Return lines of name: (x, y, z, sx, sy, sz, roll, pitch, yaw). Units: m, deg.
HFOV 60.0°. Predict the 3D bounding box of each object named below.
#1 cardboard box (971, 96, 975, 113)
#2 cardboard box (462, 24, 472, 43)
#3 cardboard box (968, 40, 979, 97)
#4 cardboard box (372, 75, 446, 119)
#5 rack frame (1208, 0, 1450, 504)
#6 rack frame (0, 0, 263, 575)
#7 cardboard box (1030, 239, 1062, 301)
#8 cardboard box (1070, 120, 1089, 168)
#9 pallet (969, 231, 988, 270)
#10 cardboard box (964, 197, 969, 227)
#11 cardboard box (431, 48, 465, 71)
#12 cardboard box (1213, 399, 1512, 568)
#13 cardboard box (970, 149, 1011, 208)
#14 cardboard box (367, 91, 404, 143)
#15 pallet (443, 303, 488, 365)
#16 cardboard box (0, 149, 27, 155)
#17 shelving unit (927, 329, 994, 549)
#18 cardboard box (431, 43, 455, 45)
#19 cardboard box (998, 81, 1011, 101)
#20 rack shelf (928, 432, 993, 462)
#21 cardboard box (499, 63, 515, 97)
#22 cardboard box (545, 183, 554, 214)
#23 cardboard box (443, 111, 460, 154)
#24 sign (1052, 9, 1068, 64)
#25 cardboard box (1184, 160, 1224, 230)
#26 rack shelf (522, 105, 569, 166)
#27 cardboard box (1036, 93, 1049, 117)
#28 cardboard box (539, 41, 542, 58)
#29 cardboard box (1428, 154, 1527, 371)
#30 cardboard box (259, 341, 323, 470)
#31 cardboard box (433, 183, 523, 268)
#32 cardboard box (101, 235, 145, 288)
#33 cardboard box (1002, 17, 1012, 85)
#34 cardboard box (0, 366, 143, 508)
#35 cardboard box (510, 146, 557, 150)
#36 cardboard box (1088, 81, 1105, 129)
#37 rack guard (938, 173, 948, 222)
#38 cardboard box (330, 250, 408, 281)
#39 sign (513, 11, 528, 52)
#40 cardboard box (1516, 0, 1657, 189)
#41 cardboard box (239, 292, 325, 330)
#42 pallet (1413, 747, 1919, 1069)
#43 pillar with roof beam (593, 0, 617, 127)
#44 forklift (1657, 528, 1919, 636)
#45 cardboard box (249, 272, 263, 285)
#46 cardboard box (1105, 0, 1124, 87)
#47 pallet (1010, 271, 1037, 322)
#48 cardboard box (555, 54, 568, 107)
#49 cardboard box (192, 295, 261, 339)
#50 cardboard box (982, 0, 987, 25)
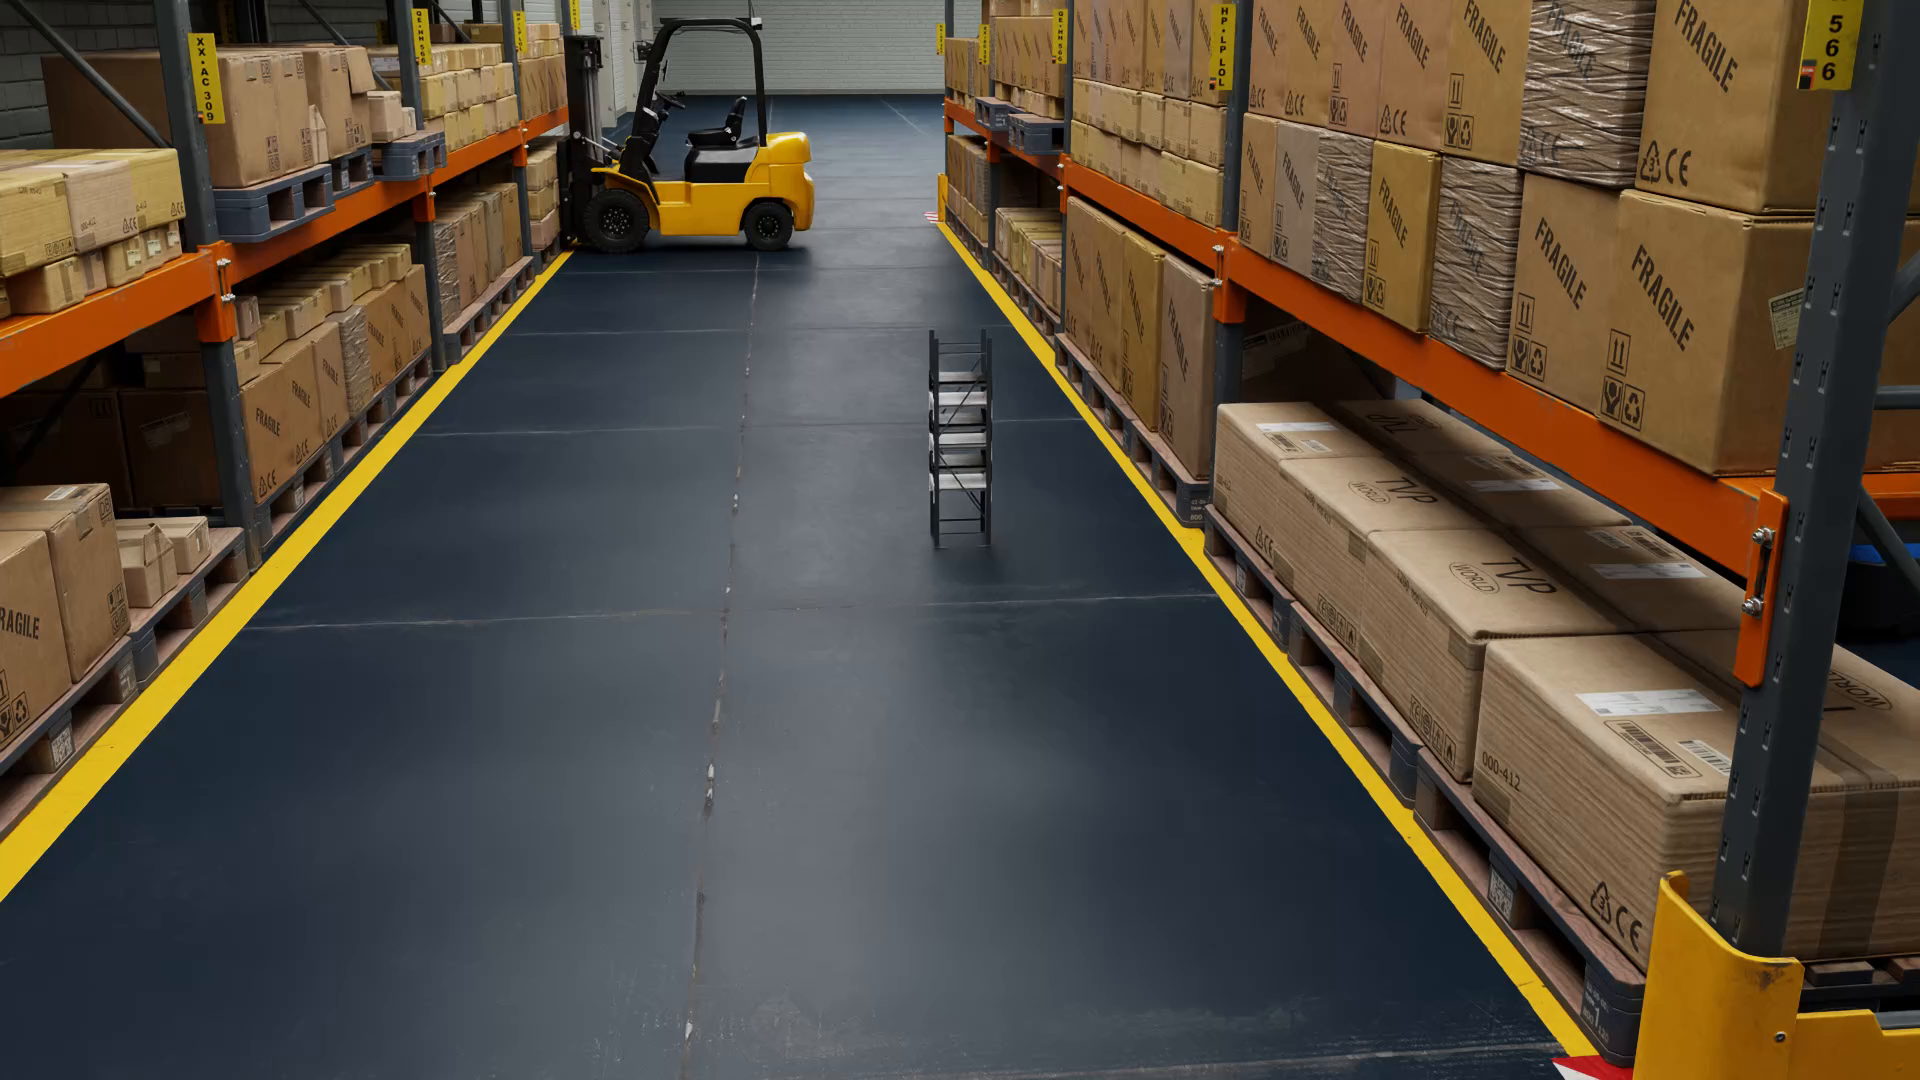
cardboard box: (0.307, -4.100, 15.647, 0.380, 0.149, 0.250, -2, 18, -6)
cardboard box: (-4.057, -4.354, 14.291, 0.380, 0.149, 0.250, -2, 17, -5)
cardboard box: (0.340, -4.452, 15.688, 0.500, 0.500, 0.500, -1, 17, -4)
cardboard box: (-3.551, -2.792, 10.478, 0.500, 0.250, 0.500, -2, 18, -6)
rack frame: (1.577, -1.447, 6.778, 1.000, 3.000, 0.127, -2, 18, -6)
rack frame: (-3.360, -1.293, 6.286, 1.000, 3.000, 0.127, -2, 18, -6)
cardboard box: (1.032, -1.974, 12.142, 0.950, 0.372, 0.625, -2, 18, -7)
cardboard box: (0.964, -2.414, 10.108, 0.500, 0.250, 0.500, -2, 18, -7)
pallet: (0.647, -2.699, 15.422, 1.003, 0.211, 1.213, -2, 18, -6)
cardboard box: (0.310, -3.197, 16.241, 0.500, 0.250, 0.500, -2, 17, -5)
cardboard box: (-3.656, -3.330, 11.526, 0.380, 0.149, 0.250, -1, 17, -4)
cardboard box: (1.535, -0.235, 6.493, 0.875, 0.438, 0.875, -2, 18, -6)
cardboard box: (0.369, -3.396, 15.625, 0.500, 0.500, 0.500, -1, 17, -5)
cardboard box: (-3.342, -2.309, 9.073, 0.500, 0.250, 0.500, -3, 18, -8)
pallet: (-3.819, -1.400, 11.285, 1.003, 0.211, 1.213, -2, 18, -6)
cardboard box: (-3.578, -1.207, 5.768, 0.500, 0.250, 0.500, -2, 18, -6)
shelving unit: (0.001, -0.427, 7.035, 0.258, 0.900, 0.210, -2, 18, -6)
cardboard box: (-4.474, -4.121, 14.046, 0.380, 0.149, 0.250, -2, 18, -6)
cardboard box: (0.511, -3.662, 13.552, 0.380, 0.149, 0.250, -1, 17, -5)
rack shelf: (0.001, -0.395, 7.045, 0.258, 0.077, 0.200, -2, 18, -6)
cardboard box: (-3.880, -3.705, 13.385, 0.500, 0.250, 0.500, -2, 18, -7)
cardboard box: (-3.982, -3.107, 15.120, 0.500, 0.250, 0.500, -2, 18, -6)
cardboard box: (-3.622, -2.702, 11.028, 0.500, 0.250, 0.500, -2, 18, -7)
sign: (0.625, -3.134, 10.350, 0.100, 0.325, 0.005, -2, 18, -6)
cardboard box: (1.280, -1.501, 7.202, 0.500, 0.250, 0.500, -2, 18, -7)
rack shelf: (-4.392, -3.929, 15.884, 1.077, 0.370, 4.000, -2, 18, -6)
cardboard box: (0.726, -2.961, 11.319, 0.380, 0.149, 0.250, -2, 18, -6)
cardboard box: (-4.060, -4.519, 15.312, 0.380, 0.149, 0.250, -2, 18, -7)
cardboard box: (1.577, -0.741, 4.364, 0.500, 0.500, 0.500, -1, 17, -4)
cardboard box: (-3.251, -0.610, 7.583, 0.500, 0.500, 0.500, -2, 18, -6)
cardboard box: (-4.120, -2.588, 13.677, 0.875, 0.625, 0.625, -1, 17, -3)
cardboard box: (-2.977, -0.932, 5.557, 0.380, 0.149, 0.250, -1, 17, -4)
cardboard box: (0.604, -3.775, 12.829, 0.500, 0.500, 0.500, -2, 18, -6)
cardboard box: (-3.705, -0.437, 7.035, 0.500, 0.500, 0.500, -2, 18, -6)
cardboard box: (-4.075, -3.653, 16.024, 0.500, 0.250, 0.500, -2, 18, -7)
cardboard box: (1.023, -2.493, 9.526, 0.500, 0.250, 0.500, -1, 17, -4)
rack guard: (0.347, -3.807, 18.469, 1.175, 0.500, 0.348, -2, 18, -6)
cardboard box: (-3.411, -1.582, 9.597, 0.380, 0.149, 0.250, -3, 18, -9)
sign: (-3.647, -4.210, 13.779, 0.100, 0.325, 0.005, -2, 18, -6)
cardboard box: (1.620, -1.071, 3.745, 0.500, 0.500, 0.500, -2, 18, -5)
cardboard box: (-3.330, -1.112, 8.100, 0.380, 0.149, 0.250, -1, 17, -4)
pallet: (1.829, 0.839, 4.151, 1.003, 0.211, 1.213, -2, 18, -6)
pillar with roof beam: (-2.997, -12.991, 33.532, 9.100, 9.000, 0.400, -2, 18, -6)
forklift: (4.406, -1.318, 6.481, 3.031, 2.935, 1.130, -7, 19, -21)
cardboard box: (-3.912, -1.325, 8.778, 0.380, 0.149, 0.250, -2, 18, -7)
cardboard box: (1.070, -2.707, 8.955, 0.500, 0.500, 0.500, -1, 17, -4)
pallet: (0.962, -1.904, 12.889, 1.003, 0.211, 1.213, -2, 18, -6)
cardboard box: (-4.242, -4.622, 16.725, 0.500, 0.500, 0.500, -1, 17, -4)
cardboard box: (-3.207, -0.943, 7.065, 0.380, 0.149, 0.250, -3, 18, -8)
cardboard box: (0.609, -5.543, 17.494, 0.700, 0.500, 0.500, -2, 18, -7)
